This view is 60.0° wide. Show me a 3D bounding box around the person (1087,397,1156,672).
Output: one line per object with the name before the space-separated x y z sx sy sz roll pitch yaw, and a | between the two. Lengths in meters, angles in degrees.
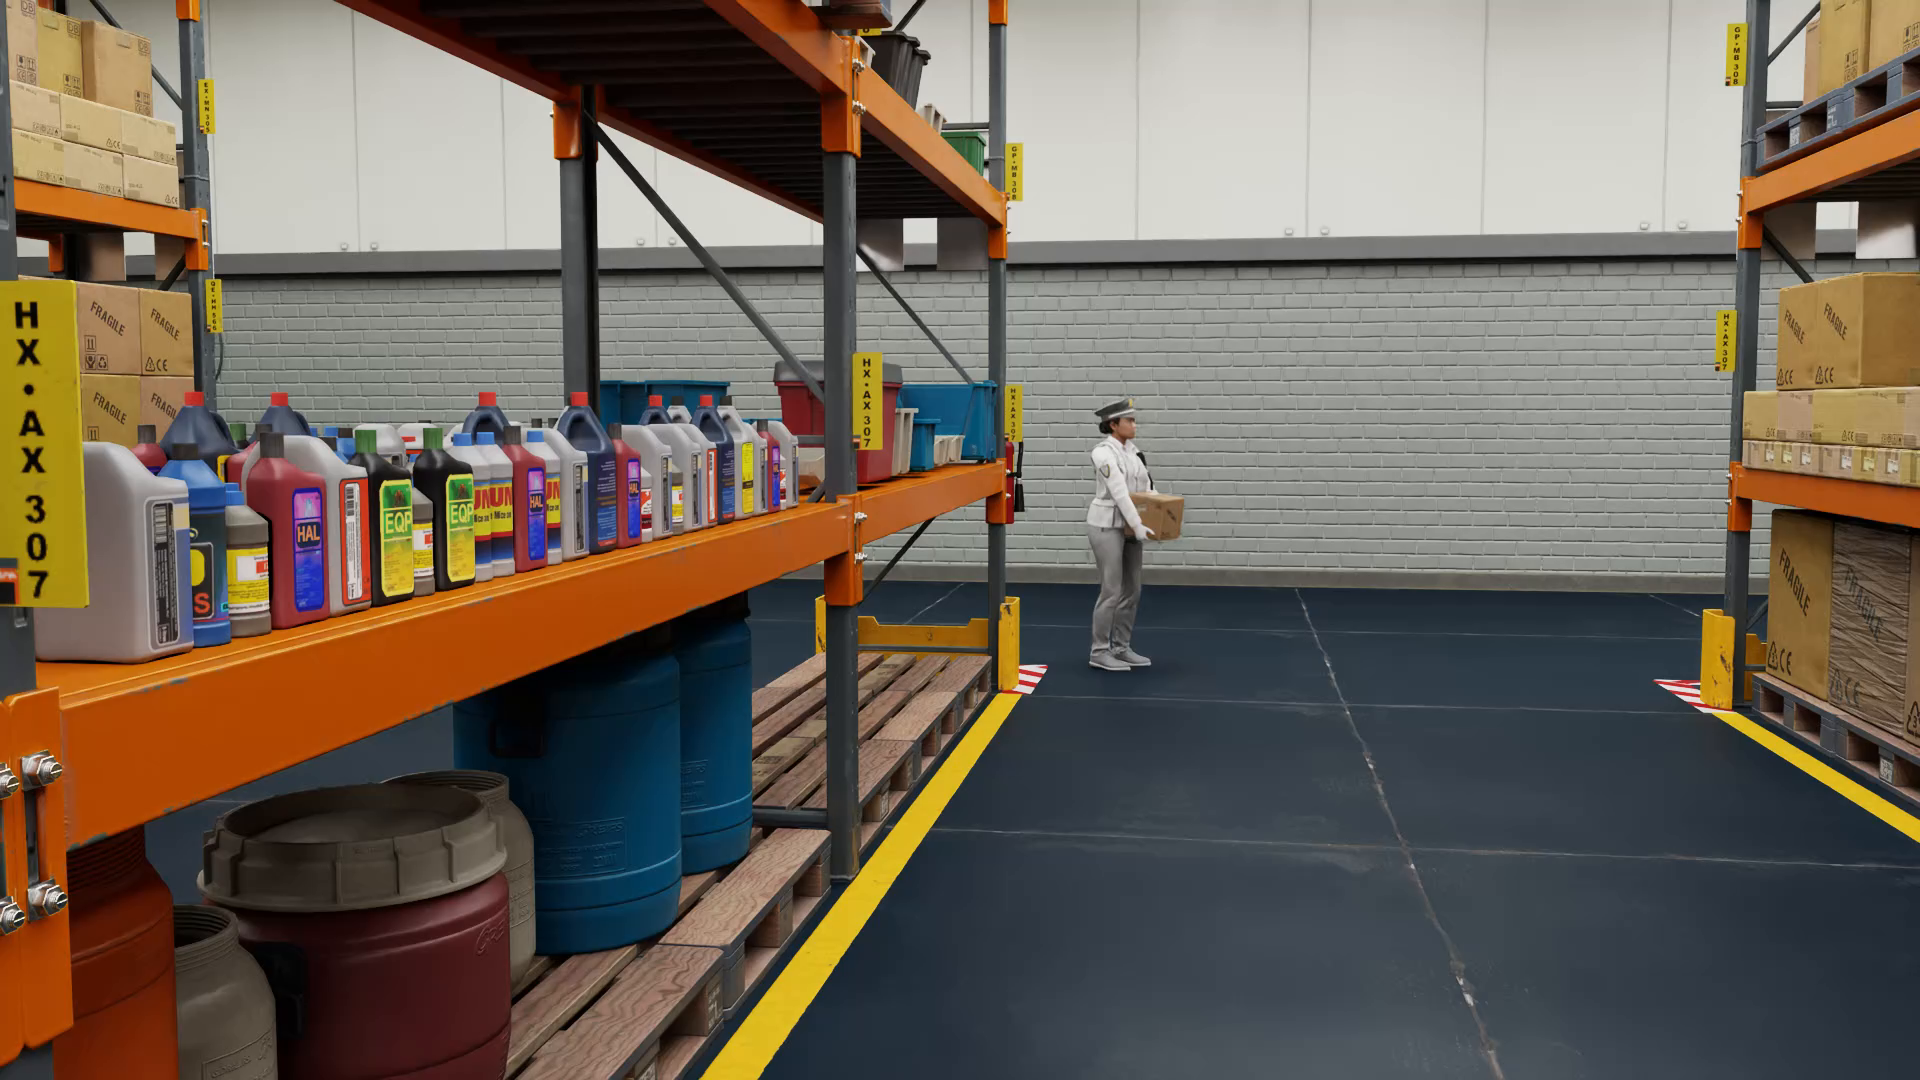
person | 1.055 -0.040 10.291 0.523 1.689 0.414 4 6 38
